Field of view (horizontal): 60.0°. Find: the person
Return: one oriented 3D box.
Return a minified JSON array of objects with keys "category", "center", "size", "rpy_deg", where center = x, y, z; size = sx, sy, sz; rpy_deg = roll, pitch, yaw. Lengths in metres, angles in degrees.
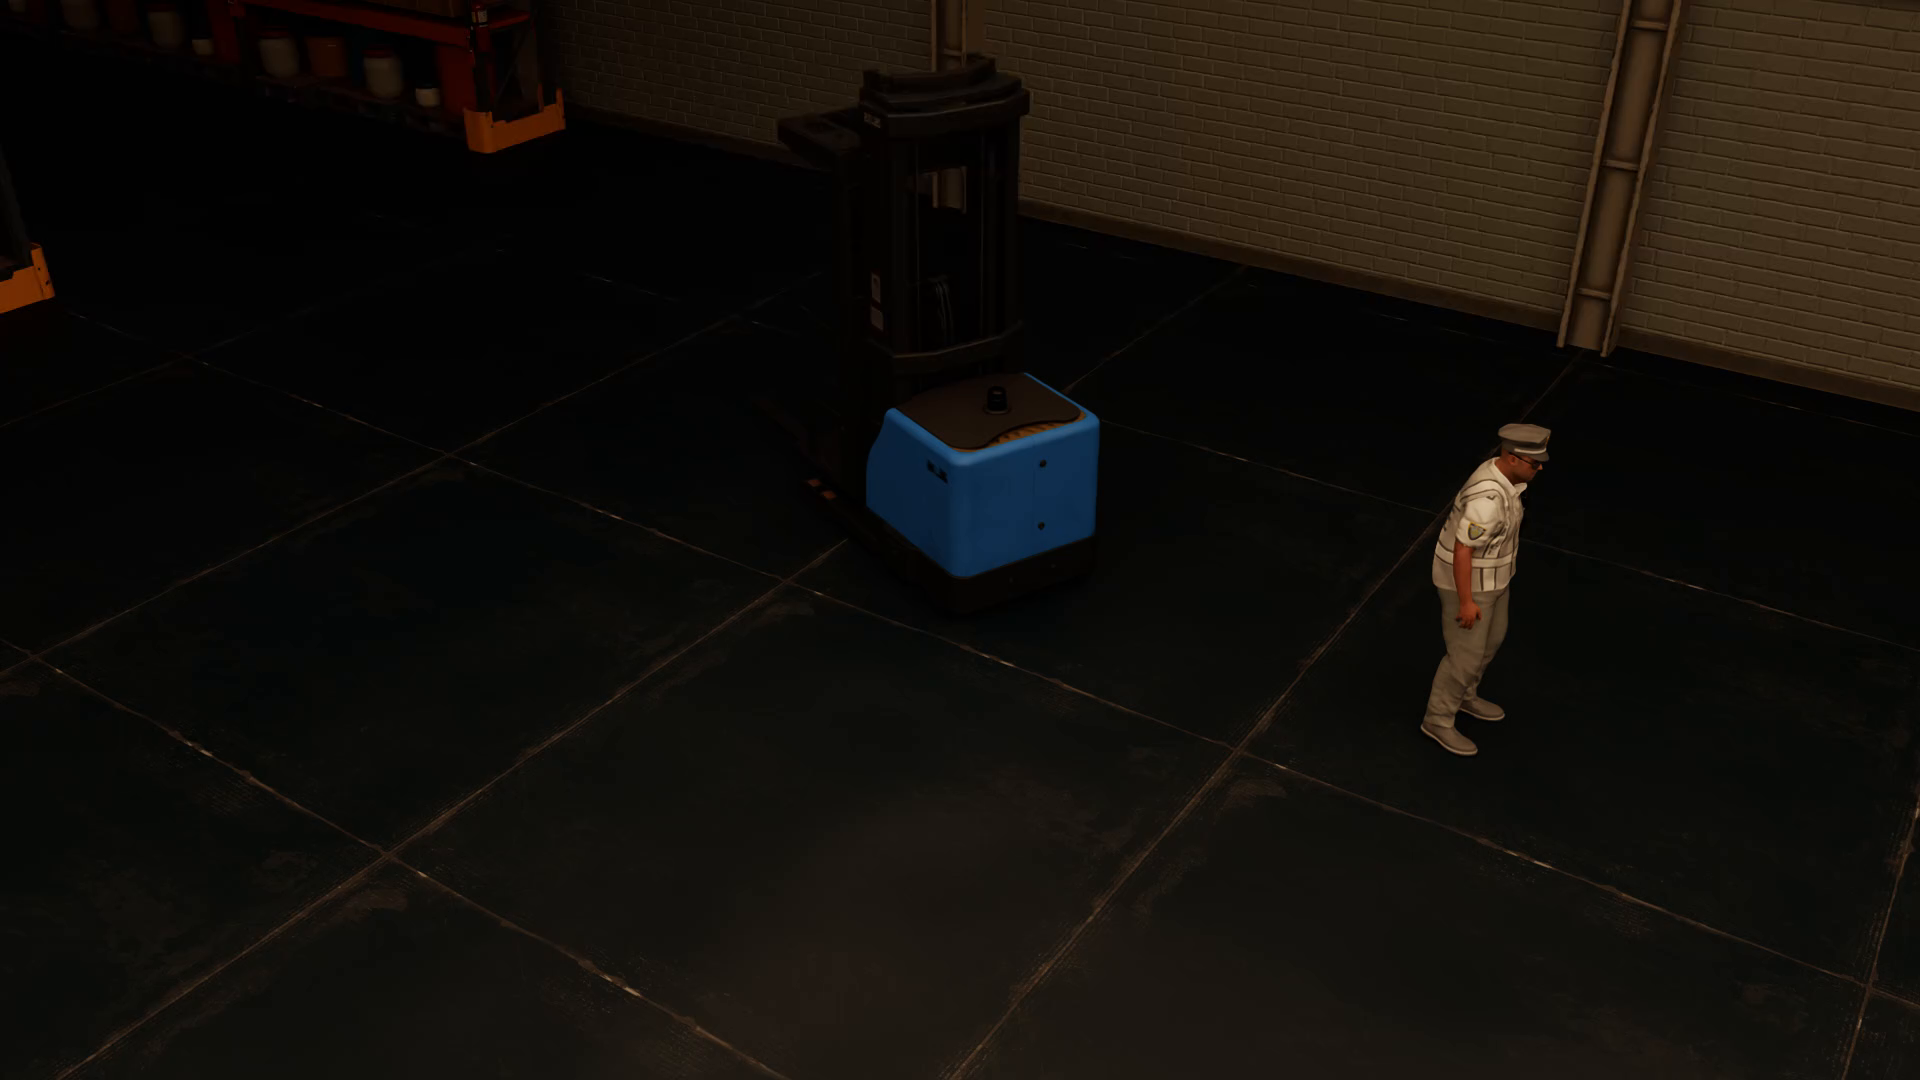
[{"category":"person","center":[2.625,0.202,8.411],"size":[0.441,1.747,0.585],"rpy_deg":[20,35,30]}]

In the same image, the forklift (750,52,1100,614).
[{"category":"forklift","center":[-0.393,-1.539,10.232],"size":[1.130,2.935,3.031],"rpy_deg":[-18,35,-28]}]
